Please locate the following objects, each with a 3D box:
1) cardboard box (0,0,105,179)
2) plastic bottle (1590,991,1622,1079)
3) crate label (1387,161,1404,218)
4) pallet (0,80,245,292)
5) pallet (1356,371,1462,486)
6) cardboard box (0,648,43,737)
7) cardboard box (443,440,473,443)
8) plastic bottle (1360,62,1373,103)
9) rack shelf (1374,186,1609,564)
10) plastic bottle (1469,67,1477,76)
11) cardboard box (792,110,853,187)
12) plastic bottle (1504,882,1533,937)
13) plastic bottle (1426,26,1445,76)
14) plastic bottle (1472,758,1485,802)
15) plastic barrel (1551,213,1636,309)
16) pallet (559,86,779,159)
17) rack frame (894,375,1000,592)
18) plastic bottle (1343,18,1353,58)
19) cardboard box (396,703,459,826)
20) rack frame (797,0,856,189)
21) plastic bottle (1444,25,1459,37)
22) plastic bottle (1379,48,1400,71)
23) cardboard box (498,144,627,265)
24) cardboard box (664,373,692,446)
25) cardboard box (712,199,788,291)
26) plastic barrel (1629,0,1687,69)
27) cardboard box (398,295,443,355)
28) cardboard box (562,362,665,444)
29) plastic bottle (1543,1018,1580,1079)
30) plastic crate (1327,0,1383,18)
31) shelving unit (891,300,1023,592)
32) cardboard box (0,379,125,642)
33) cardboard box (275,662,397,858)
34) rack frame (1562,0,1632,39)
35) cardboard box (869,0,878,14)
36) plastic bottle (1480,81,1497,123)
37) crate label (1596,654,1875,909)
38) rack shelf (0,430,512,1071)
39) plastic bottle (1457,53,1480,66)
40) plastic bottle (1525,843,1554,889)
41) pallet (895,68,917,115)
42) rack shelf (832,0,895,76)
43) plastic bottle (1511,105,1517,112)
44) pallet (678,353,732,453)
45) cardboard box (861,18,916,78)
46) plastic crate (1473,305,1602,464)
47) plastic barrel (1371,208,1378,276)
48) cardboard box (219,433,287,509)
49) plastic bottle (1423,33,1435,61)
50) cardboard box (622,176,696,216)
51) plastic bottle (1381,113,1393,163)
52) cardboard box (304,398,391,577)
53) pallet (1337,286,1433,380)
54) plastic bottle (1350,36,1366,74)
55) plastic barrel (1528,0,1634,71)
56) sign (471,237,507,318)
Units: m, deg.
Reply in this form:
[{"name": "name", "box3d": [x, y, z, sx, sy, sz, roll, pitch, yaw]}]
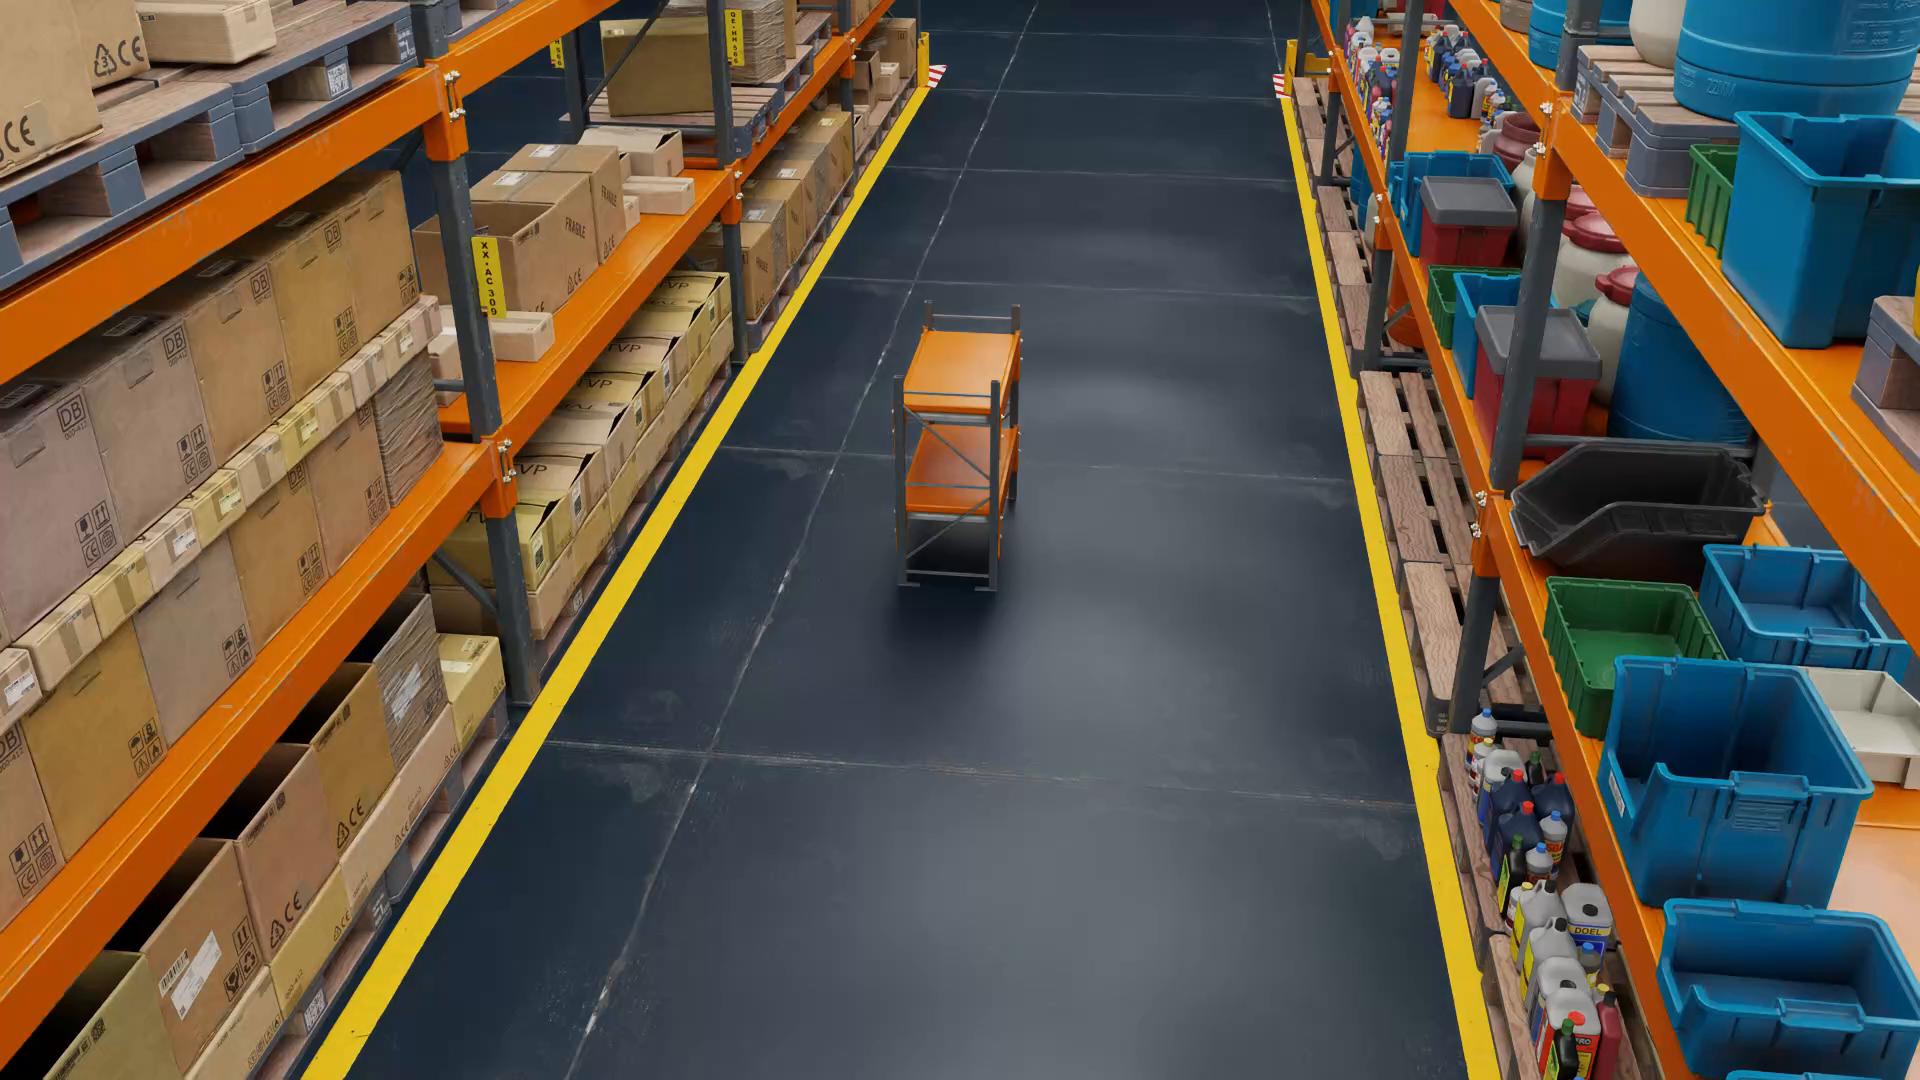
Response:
[{"name": "cardboard box", "box3d": [-2.403, -1.132, 3.829, 0.500, 0.500, 0.500, 3, 28, 6]}, {"name": "plastic bottle", "box3d": [1.992, 1.536, 5.136, 0.061, 0.283, 0.133, 3, 28, 6]}, {"name": "crate label", "box3d": [2.595, -1.980, 9.440, 0.303, 0.233, 0.416, 3, 28, 6]}, {"name": "pallet", "box3d": [-2.618, -0.943, 4.269, 1.003, 0.211, 1.213, 3, 28, 6]}, {"name": "pallet", "box3d": [2.885, -0.641, 9.717, 1.003, 0.211, 1.213, 3, 28, 6]}, {"name": "cardboard box", "box3d": [-2.521, 0.383, 4.087, 0.380, 0.149, 0.250, 3, 28, 5]}, {"name": "cardboard box", "box3d": [-2.565, -0.311, 8.030, 0.500, 0.311, 0.500, 4, 29, 8]}, {"name": "plastic bottle", "box3d": [2.879, -3.217, 11.695, 0.097, 0.271, 0.097, 0, 28, 0]}, {"name": "rack shelf", "box3d": [2.773, -0.973, 8.151, 1.077, 0.370, 4.000, 3, 28, 6]}, {"name": "plastic bottle", "box3d": [3.566, -3.155, 11.580, 0.097, 0.271, 0.097, 0, 28, 0]}, {"name": "cardboard box", "box3d": [-1.183, -3.247, 13.787, 0.500, 0.500, 0.500, 3, 28, 6]}, {"name": "plastic bottle", "box3d": [1.937, 1.267, 5.722, 0.097, 0.201, 0.097, 0, 28, 0]}, {"name": "plastic bottle", "box3d": [3.578, -3.649, 12.412, 0.144, 0.351, 0.185, 3, 28, 6]}, {"name": "plastic bottle", "box3d": [2.029, 0.911, 6.384, 0.097, 0.201, 0.097, 0, 28, 0]}, {"name": "plastic barrel", "box3d": [2.953, -1.191, 7.654, 0.433, 0.535, 0.433, 0, 28, 0]}, {"name": "pallet", "box3d": [-1.884, -2.759, 10.911, 1.213, 0.211, 1.003, 3, 28, 6]}, {"name": "rack frame", "box3d": [-0.061, -0.259, 8.045, 0.500, 1.125, 0.032, 3, 28, 6]}, {"name": "plastic bottle", "box3d": [3.040, -3.914, 12.976, 0.061, 0.283, 0.133, 3, 28, 6]}, {"name": "cardboard box", "box3d": [-2.298, 0.854, 6.459, 0.500, 0.250, 0.500, 3, 28, 6]}, {"name": "rack frame", "box3d": [-1.407, -4.403, 13.761, 1.000, 3.000, 0.127, 3, 28, 6]}, {"name": "plastic bottle", "box3d": [3.781, -3.855, 12.873, 0.152, 0.276, 0.135, 3, 28, 6]}, {"name": "plastic bottle", "box3d": [3.111, -3.419, 12.064, 0.152, 0.276, 0.135, 3, 28, 6]}, {"name": "cardboard box", "box3d": [-2.087, -1.774, 8.774, 0.500, 0.500, 0.500, 2, 28, 3]}, {"name": "cardboard box", "box3d": [-1.844, -0.753, 9.442, 0.500, 0.250, 0.500, 4, 29, 7]}, {"name": "cardboard box", "box3d": [-1.499, -2.058, 11.579, 0.500, 0.500, 0.500, 2, 28, 4]}, {"name": "plastic barrel", "box3d": [2.281, -1.711, 5.040, 0.421, 0.512, 0.421, 0, 28, 0]}, {"name": "cardboard box", "box3d": [-2.208, -0.827, 6.332, 0.380, 0.149, 0.250, 3, 28, 6]}, {"name": "cardboard box", "box3d": [-1.902, -0.763, 8.868, 0.500, 0.311, 0.500, 4, 29, 8]}, {"name": "plastic bottle", "box3d": [1.824, 1.591, 5.034, 0.061, 0.283, 0.133, 4, 29, 7]}, {"name": "plastic crate", "box3d": [3.379, -4.561, 14.281, 0.437, 0.125, 0.590, 3, 28, 6]}, {"name": "shelving unit", "box3d": [0.001, -0.498, 8.489, 0.538, 1.125, 1.048, 3, 28, 6]}, {"name": "cardboard box", "box3d": [-2.681, -0.099, 4.298, 0.700, 0.500, 0.500, 3, 29, 6]}, {"name": "cardboard box", "box3d": [-2.358, 0.759, 5.844, 0.500, 0.500, 0.500, 3, 28, 6]}, {"name": "rack frame", "box3d": [2.528, -2.989, 4.810, 1.000, 3.000, 0.127, 3, 28, 6]}, {"name": "cardboard box", "box3d": [-1.015, -4.912, 14.600, 0.500, 0.500, 0.500, 4, 29, 7]}, {"name": "plastic bottle", "box3d": [3.575, -2.956, 11.209, 0.097, 0.271, 0.097, 0, 28, 0]}, {"name": "crate label", "box3d": [1.995, 0.637, 4.367, 0.502, 0.435, 0.616, 3, 28, 6]}, {"name": "rack shelf", "box3d": [-2.632, 0.621, 5.194, 1.077, 0.370, 4.000, 3, 28, 6]}, {"name": "plastic bottle", "box3d": [3.658, -3.382, 11.996, 0.152, 0.276, 0.135, 3, 28, 6]}, {"name": "plastic bottle", "box3d": [2.014, 1.176, 5.818, 0.097, 0.271, 0.097, 0, 28, 0]}, {"name": "pallet", "box3d": [-1.023, -4.647, 17.154, 1.003, 0.211, 1.213, 3, 28, 6]}, {"name": "rack shelf", "box3d": [-1.162, -5.028, 15.679, 1.077, 0.370, 4.000, 3, 28, 6]}, {"name": "plastic bottle", "box3d": [3.511, -2.642, 10.615, 0.061, 0.283, 0.133, 3, 28, 6]}, {"name": "pallet", "box3d": [-2.037, -0.907, 10.212, 1.003, 0.211, 1.213, 3, 28, 6]}, {"name": "cardboard box", "box3d": [-0.739, -5.109, 17.242, 0.500, 0.500, 0.500, 3, 28, 6]}, {"name": "plastic crate", "box3d": [2.284, -0.622, 6.674, 0.402, 0.464, 0.583, 3, 28, 6]}, {"name": "plastic barrel", "box3d": [3.200, -2.117, 11.616, 0.600, 0.588, 0.708, 3, 28, 6]}, {"name": "cardboard box", "box3d": [-2.365, -0.229, 5.223, 0.380, 0.149, 0.250, 4, 29, 8]}, {"name": "plastic bottle", "box3d": [3.655, -3.820, 12.888, 0.097, 0.201, 0.097, 0, 28, 0]}, {"name": "cardboard box", "box3d": [-1.733, -1.970, 9.510, 0.380, 0.149, 0.250, 3, 28, 6]}, {"name": "plastic bottle", "box3d": [2.673, -2.503, 10.357, 0.061, 0.283, 0.133, 3, 28, 6]}, {"name": "cardboard box", "box3d": [-2.494, -0.224, 5.897, 0.700, 0.500, 0.500, 3, 28, 6]}, {"name": "pallet", "box3d": [3.074, -1.377, 11.083, 1.003, 0.211, 1.213, 3, 28, 6]}, {"name": "plastic bottle", "box3d": [2.987, -3.636, 12.472, 0.097, 0.271, 0.097, 0, 28, 0]}, {"name": "plastic barrel", "box3d": [2.375, -2.141, 5.870, 0.600, 0.901, 0.708, 3, 28, 6]}, {"name": "sign", "box3d": [-1.836, -1.022, 6.488, 0.100, 0.325, 0.005, 3, 28, 6]}]
